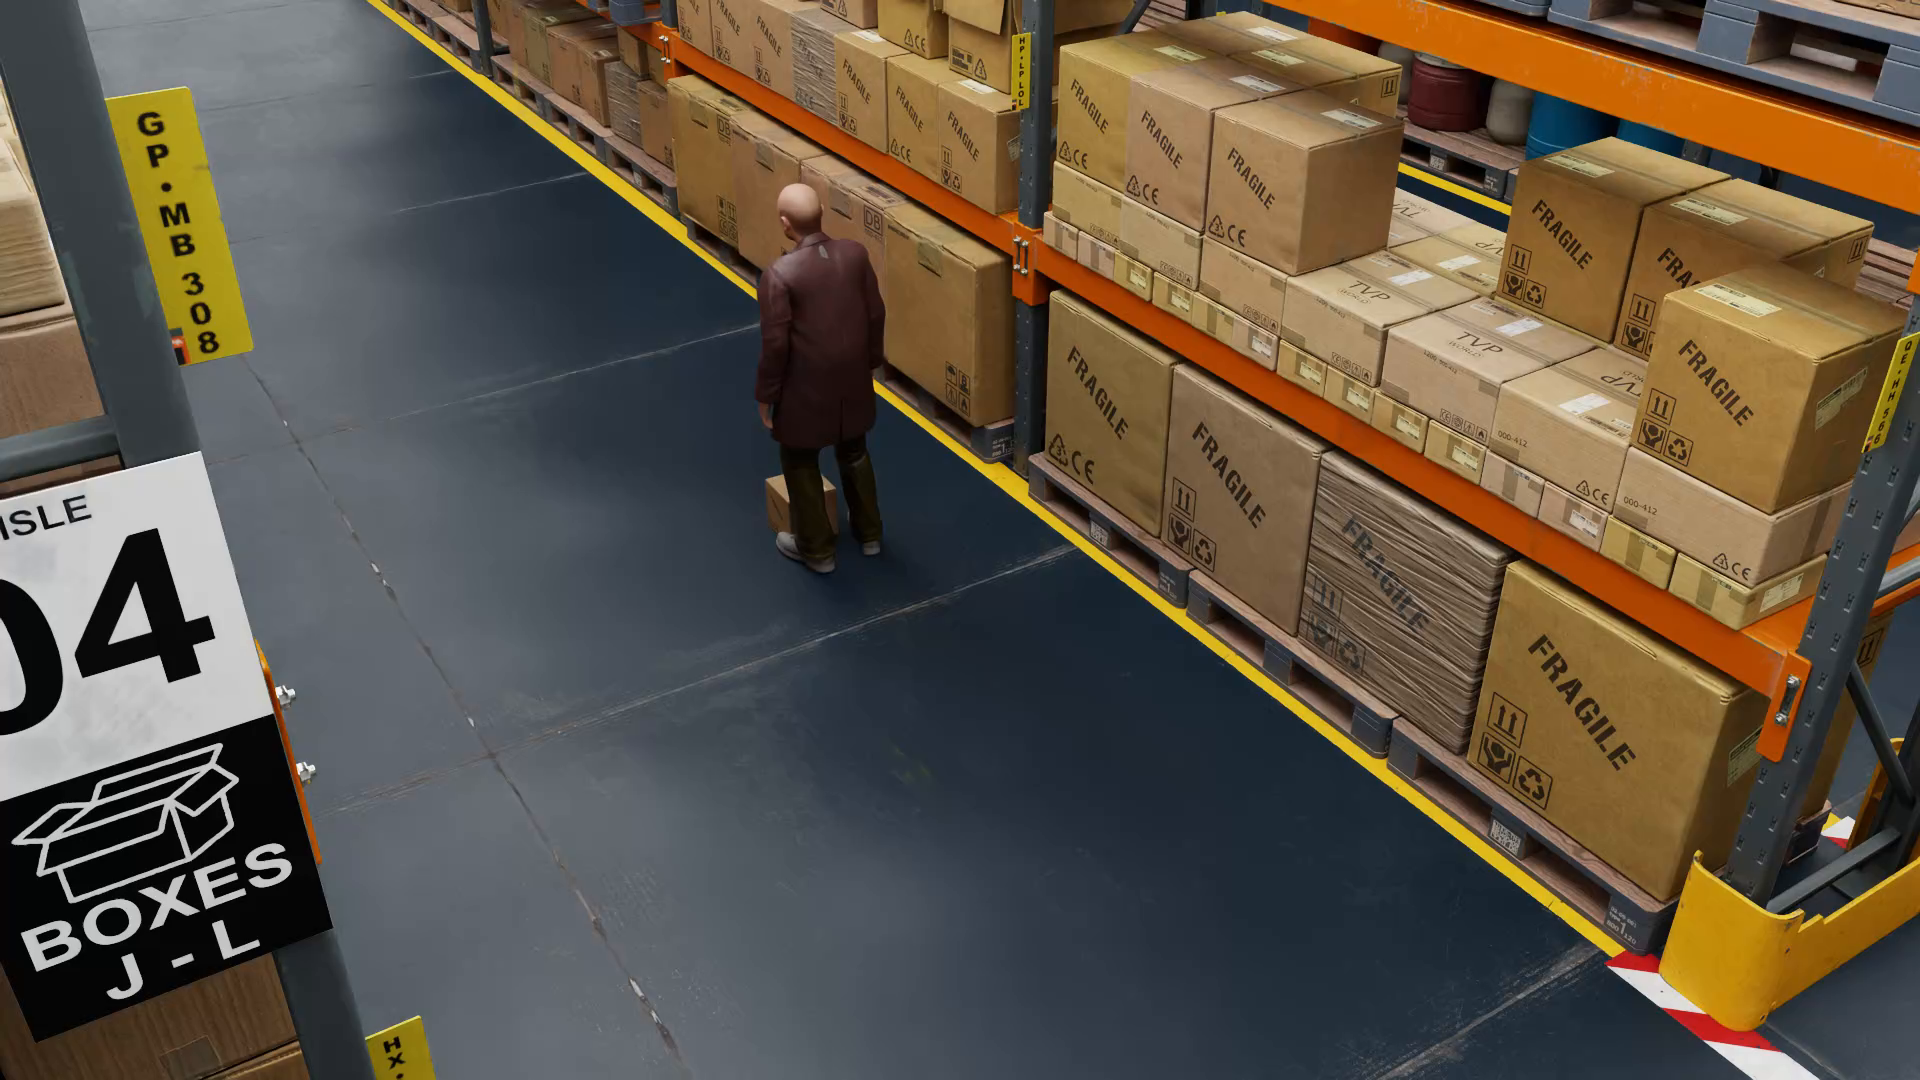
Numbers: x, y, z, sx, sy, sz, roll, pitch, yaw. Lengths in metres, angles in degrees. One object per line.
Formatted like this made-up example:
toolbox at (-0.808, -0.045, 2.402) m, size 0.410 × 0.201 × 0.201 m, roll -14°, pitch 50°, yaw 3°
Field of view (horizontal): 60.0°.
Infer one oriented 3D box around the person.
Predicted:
person at (-0.612, -0.689, 7.248) m, size 0.648 × 1.772 × 0.429 m, roll -21°, pitch 38°, yaw -30°
